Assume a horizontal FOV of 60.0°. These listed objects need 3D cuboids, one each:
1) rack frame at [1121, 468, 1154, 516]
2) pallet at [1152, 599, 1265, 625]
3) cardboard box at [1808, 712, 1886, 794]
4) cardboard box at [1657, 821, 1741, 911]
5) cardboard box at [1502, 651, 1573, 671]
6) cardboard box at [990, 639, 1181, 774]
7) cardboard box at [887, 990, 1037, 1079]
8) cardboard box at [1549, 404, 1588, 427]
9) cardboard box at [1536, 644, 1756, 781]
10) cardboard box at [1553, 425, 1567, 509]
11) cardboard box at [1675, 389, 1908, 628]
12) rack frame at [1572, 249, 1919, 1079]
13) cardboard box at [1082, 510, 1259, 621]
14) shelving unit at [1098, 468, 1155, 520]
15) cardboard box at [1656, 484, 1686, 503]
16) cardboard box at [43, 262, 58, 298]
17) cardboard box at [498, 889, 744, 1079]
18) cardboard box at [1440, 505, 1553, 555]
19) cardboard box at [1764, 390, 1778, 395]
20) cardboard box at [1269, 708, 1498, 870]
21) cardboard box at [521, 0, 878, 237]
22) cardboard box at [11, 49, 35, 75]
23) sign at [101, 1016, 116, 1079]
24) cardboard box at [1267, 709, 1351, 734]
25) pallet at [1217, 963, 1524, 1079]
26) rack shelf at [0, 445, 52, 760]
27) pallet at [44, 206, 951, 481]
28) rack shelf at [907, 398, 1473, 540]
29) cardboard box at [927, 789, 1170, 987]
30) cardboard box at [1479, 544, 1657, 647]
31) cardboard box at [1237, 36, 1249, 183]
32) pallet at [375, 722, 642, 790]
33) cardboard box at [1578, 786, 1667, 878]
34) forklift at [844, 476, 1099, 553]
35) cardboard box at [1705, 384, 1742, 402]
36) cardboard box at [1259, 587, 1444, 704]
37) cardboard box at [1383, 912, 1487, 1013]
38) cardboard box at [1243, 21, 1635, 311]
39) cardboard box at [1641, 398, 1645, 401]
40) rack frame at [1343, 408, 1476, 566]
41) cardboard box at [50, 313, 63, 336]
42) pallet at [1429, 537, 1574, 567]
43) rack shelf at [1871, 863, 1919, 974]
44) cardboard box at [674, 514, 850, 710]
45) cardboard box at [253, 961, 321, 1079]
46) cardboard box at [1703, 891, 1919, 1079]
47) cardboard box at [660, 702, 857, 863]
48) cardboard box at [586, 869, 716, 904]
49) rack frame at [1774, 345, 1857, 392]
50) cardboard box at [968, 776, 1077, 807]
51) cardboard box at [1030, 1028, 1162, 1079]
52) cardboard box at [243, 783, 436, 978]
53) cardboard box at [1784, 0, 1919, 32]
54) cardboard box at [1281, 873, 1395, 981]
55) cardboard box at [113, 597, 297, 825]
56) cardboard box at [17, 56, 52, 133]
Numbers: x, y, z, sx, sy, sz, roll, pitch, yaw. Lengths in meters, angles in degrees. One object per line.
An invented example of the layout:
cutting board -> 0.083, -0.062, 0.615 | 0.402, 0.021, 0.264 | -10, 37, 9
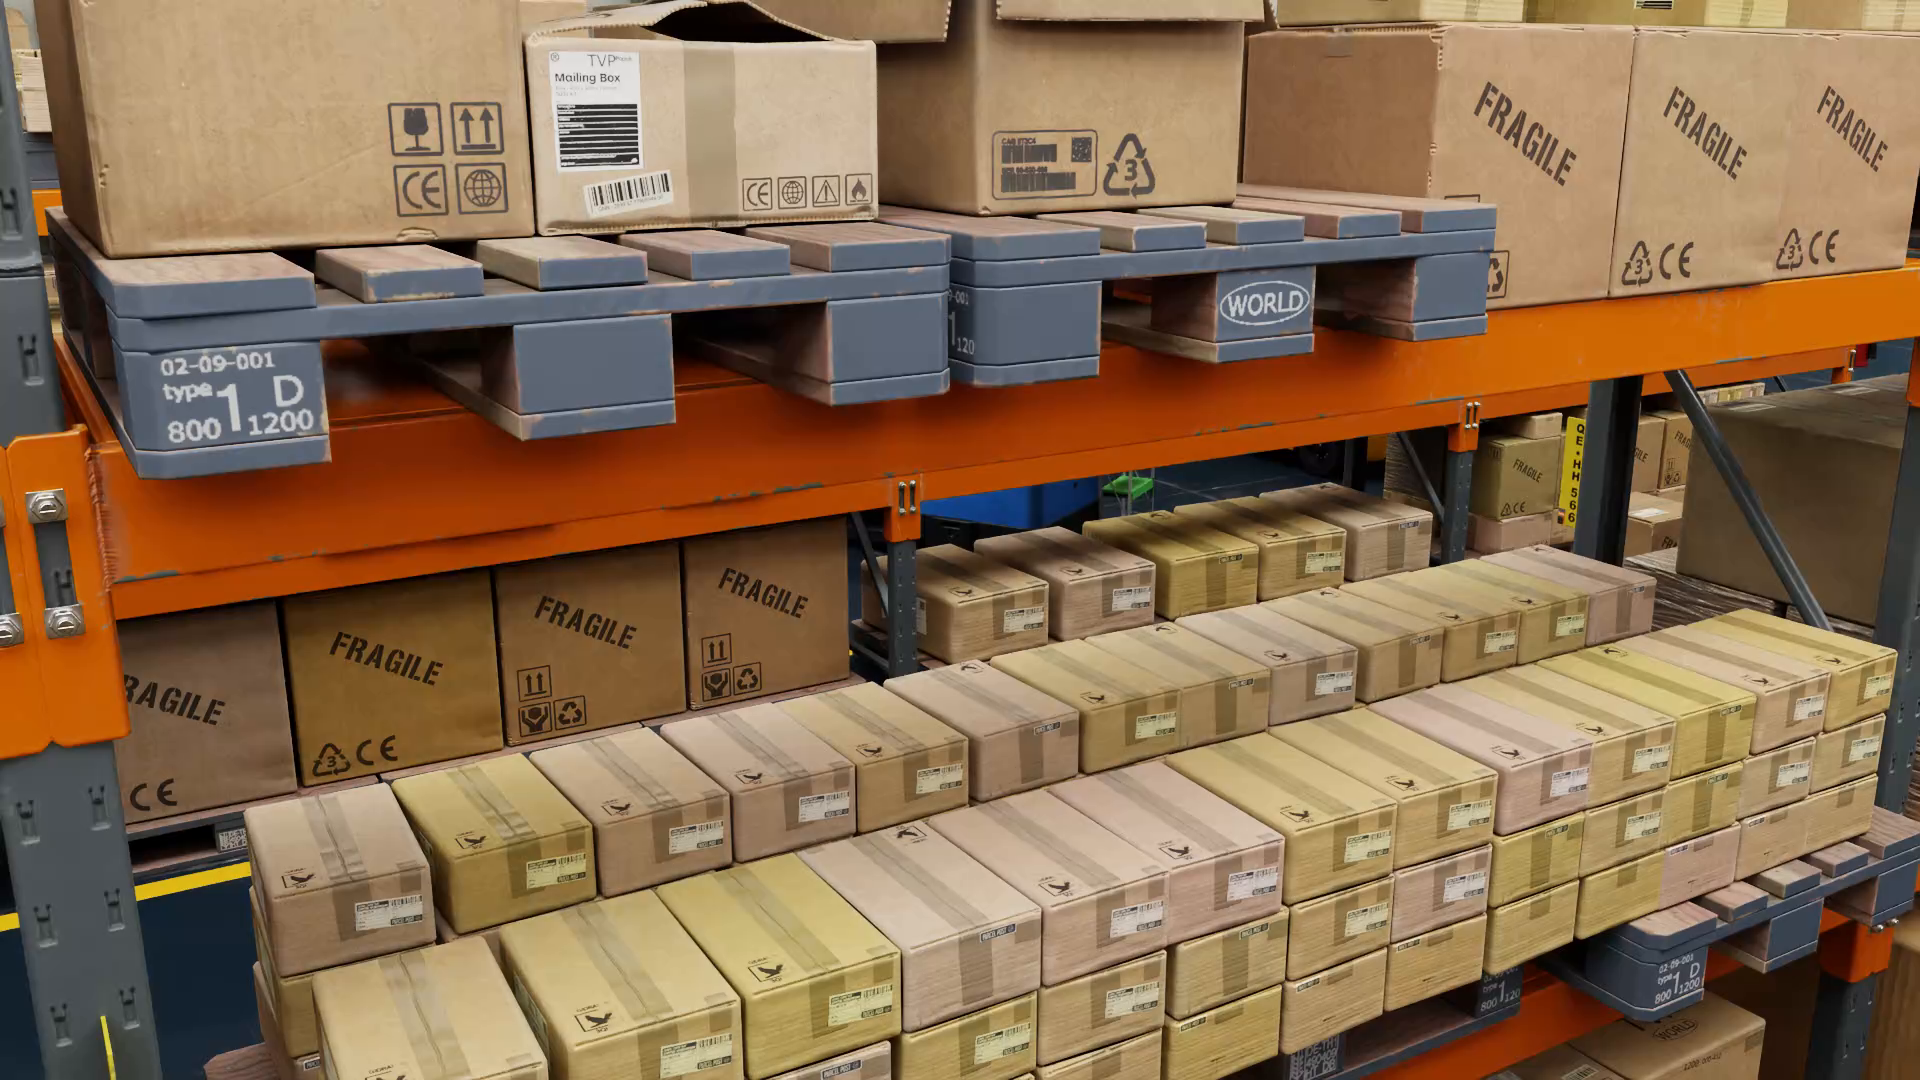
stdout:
rack frame -> 1.312, -0.697, 12.173 | 0.240, 1.200, 0.015 | 7, 17, 24
pallet -> 1.187, 0.425, 10.003 | 1.213, 0.211, 1.003 | -9, 18, -30
cardboard box -> 1.919, 0.440, 3.920 | 0.250, 0.149, 0.380 | -9, 18, -29
cardboard box -> 1.487, 0.654, 3.707 | 0.250, 0.149, 0.380 | -9, 18, -29
cardboard box -> 1.358, 0.325, 4.330 | 0.250, 0.149, 0.380 | -8, 18, -27
cardboard box -> 0.270, 0.359, 3.657 | 0.250, 0.149, 0.380 | -10, 18, -30
cardboard box -> -0.082, 0.765, 2.761 | 0.250, 0.149, 0.380 | -10, 19, -32
cardboard box -> 4.123, -0.844, 11.087 | 0.250, 0.149, 0.380 | -8, 18, -28
cardboard box -> 1.483, 0.368, 3.626 | 0.250, 0.149, 0.380 | -9, 18, -28
cardboard box -> 3.998, -0.533, 11.181 | 0.500, 0.500, 0.500 | -8, 18, -27
cardboard box -> 2.498, -0.099, 4.669 | 0.500, 0.500, 0.700 | -9, 18, -30
rack frame -> 2.108, 0.490, 4.603 | 0.127, 3.000, 1.000 | -9, 18, -30
cardboard box -> 1.243, 0.137, 9.953 | 0.625, 0.372, 0.950 | -9, 18, -28
shelving unit -> 1.207, -0.637, 11.960 | 0.258, 1.200, 0.503 | 7, 17, 24
cardboard box -> 4.881, -0.312, 11.783 | 0.500, 0.250, 0.500 | -10, 18, -32
cardboard box -> -5.987, -1.499, 10.736 | 0.500, 0.500, 0.700 | -9, 18, -28
cardboard box -> -0.511, 0.690, 2.476 | 0.250, 0.149, 0.380 | -9, 18, -28
cardboard box -> 3.545, -0.095, 11.007 | 0.500, 0.250, 0.500 | -10, 19, -32
cardboard box -> 5.777, -0.821, 12.207 | 0.500, 0.500, 0.500 | -9, 18, -29
cardboard box -> 0.814, 0.476, 3.240 | 0.250, 0.149, 0.380 | -8, 18, -27
cardboard box -> -0.459, -0.631, 2.433 | 0.500, 0.311, 0.500 | -10, 18, -30
cardboard box -> -5.843, -2.943, 10.246 | 0.250, 0.149, 0.380 | -9, 18, -29
sign -> -1.035, 0.754, 2.059 | 0.005, 0.325, 0.100 | -9, 18, -30
cardboard box -> 0.701, 0.432, 3.947 | 0.250, 0.149, 0.380 | -9, 18, -30
pallet -> 0.432, 0.867, 3.614 | 1.213, 0.211, 1.003 | -9, 18, -30
rack shelf -> -3.035, 0.226, 1.320 | 4.000, 0.370, 1.077 | -9, 18, -30
pallet -> -0.737, -0.369, 2.459 | 1.003, 0.211, 1.213 | -9, 18, -30
rack shelf -> 1.186, -0.573, 9.728 | 4.000, 0.370, 1.077 | -9, 18, -30
cardboard box -> 0.145, 0.585, 2.850 | 0.250, 0.149, 0.380 | -9, 18, -30
cardboard box -> 1.608, 0.143, 4.429 | 0.250, 0.149, 0.380 | -9, 18, -30
cardboard box -> 0.630, -0.843, 3.616 | 0.500, 0.500, 0.500 | -9, 18, -30
pallet -> -2.288, 0.962, 8.086 | 1.213, 0.211, 1.003 | -9, 18, -30
cardboard box -> 1.252, 0.549, 3.530 | 0.250, 0.149, 0.380 | -9, 18, -30
forklift -> -0.550, -1.495, 11.811 | 3.031, 2.935, 1.130 | 9, 18, 28
cardboard box -> 5.280, -1.032, 11.760 | 0.250, 0.149, 0.380 | -9, 18, -29
cardboard box -> 0.943, 0.250, 4.047 | 0.250, 0.149, 0.380 | -10, 19, -32
cardboard box -> 0.819, 0.761, 3.325 | 0.250, 0.149, 0.380 | -9, 18, -28
cardboard box -> 0.896, -0.723, 3.189 | 0.500, 0.500, 0.500 | -9, 18, -30
cardboard box -> 4.595, -0.799, 12.130 | 0.500, 0.500, 0.500 | -9, 18, -29
rack frame -> 2.900, -1.197, 10.623 | 0.127, 3.000, 1.000 | -9, 18, -30
cardboard box -> -3.432, -0.609, 6.488 | 0.500, 0.500, 0.500 | -9, 18, -29
pallet -> 3.458, 0.044, 11.361 | 1.213, 0.211, 1.003 | -9, 18, -30
rack shelf -> 3.822, 0.559, 5.692 | 4.000, 0.370, 1.077 | -9, 18, -30
cardboard box -> -1.163, 0.257, 8.595 | 0.875, 0.875, 0.875 | -9, 18, -30
cardboard box -> -1.083, 0.864, 2.957 | 0.250, 0.149, 0.380 | -10, 18, -31
cardboard box -> 2.676, 1.307, 5.078 | 0.750, 0.750, 1.050 | -9, 18, -30
cardboard box -> -0.400, 0.468, 3.268 | 0.250, 0.149, 0.380 | -9, 18, -30
cardboard box -> -0.642, 0.650, 3.170 | 0.250, 0.149, 0.380 | -8, 18, -27
rack frame -> 6.329, -1.753, 12.606 | 0.127, 3.000, 1.000 | -9, 18, -30
cardboard box -> 0.046, 0.537, 3.574 | 0.250, 0.149, 0.380 | -9, 18, -29
cardboard box -> 0.138, 0.873, 2.926 | 0.250, 0.149, 0.380 | -10, 19, -32
cardboard box -> -1.078, 0.578, 2.877 | 0.250, 0.149, 0.380 | -8, 18, -27
cardboard box -> 1.895, -1.254, 3.667 | 0.258, 0.266, 0.396 | -9, 18, -30
cardboard box -> 0.593, 0.656, 3.150 | 0.250, 0.149, 0.380 | -10, 18, -31
cardboard box -> -3.467, 0.631, 7.259 | 0.875, 0.875, 0.875 | -9, 18, -28
cardboard box -> -3.348, -1.655, 6.171 | 0.258, 0.266, 0.396 | -9, 18, -30
